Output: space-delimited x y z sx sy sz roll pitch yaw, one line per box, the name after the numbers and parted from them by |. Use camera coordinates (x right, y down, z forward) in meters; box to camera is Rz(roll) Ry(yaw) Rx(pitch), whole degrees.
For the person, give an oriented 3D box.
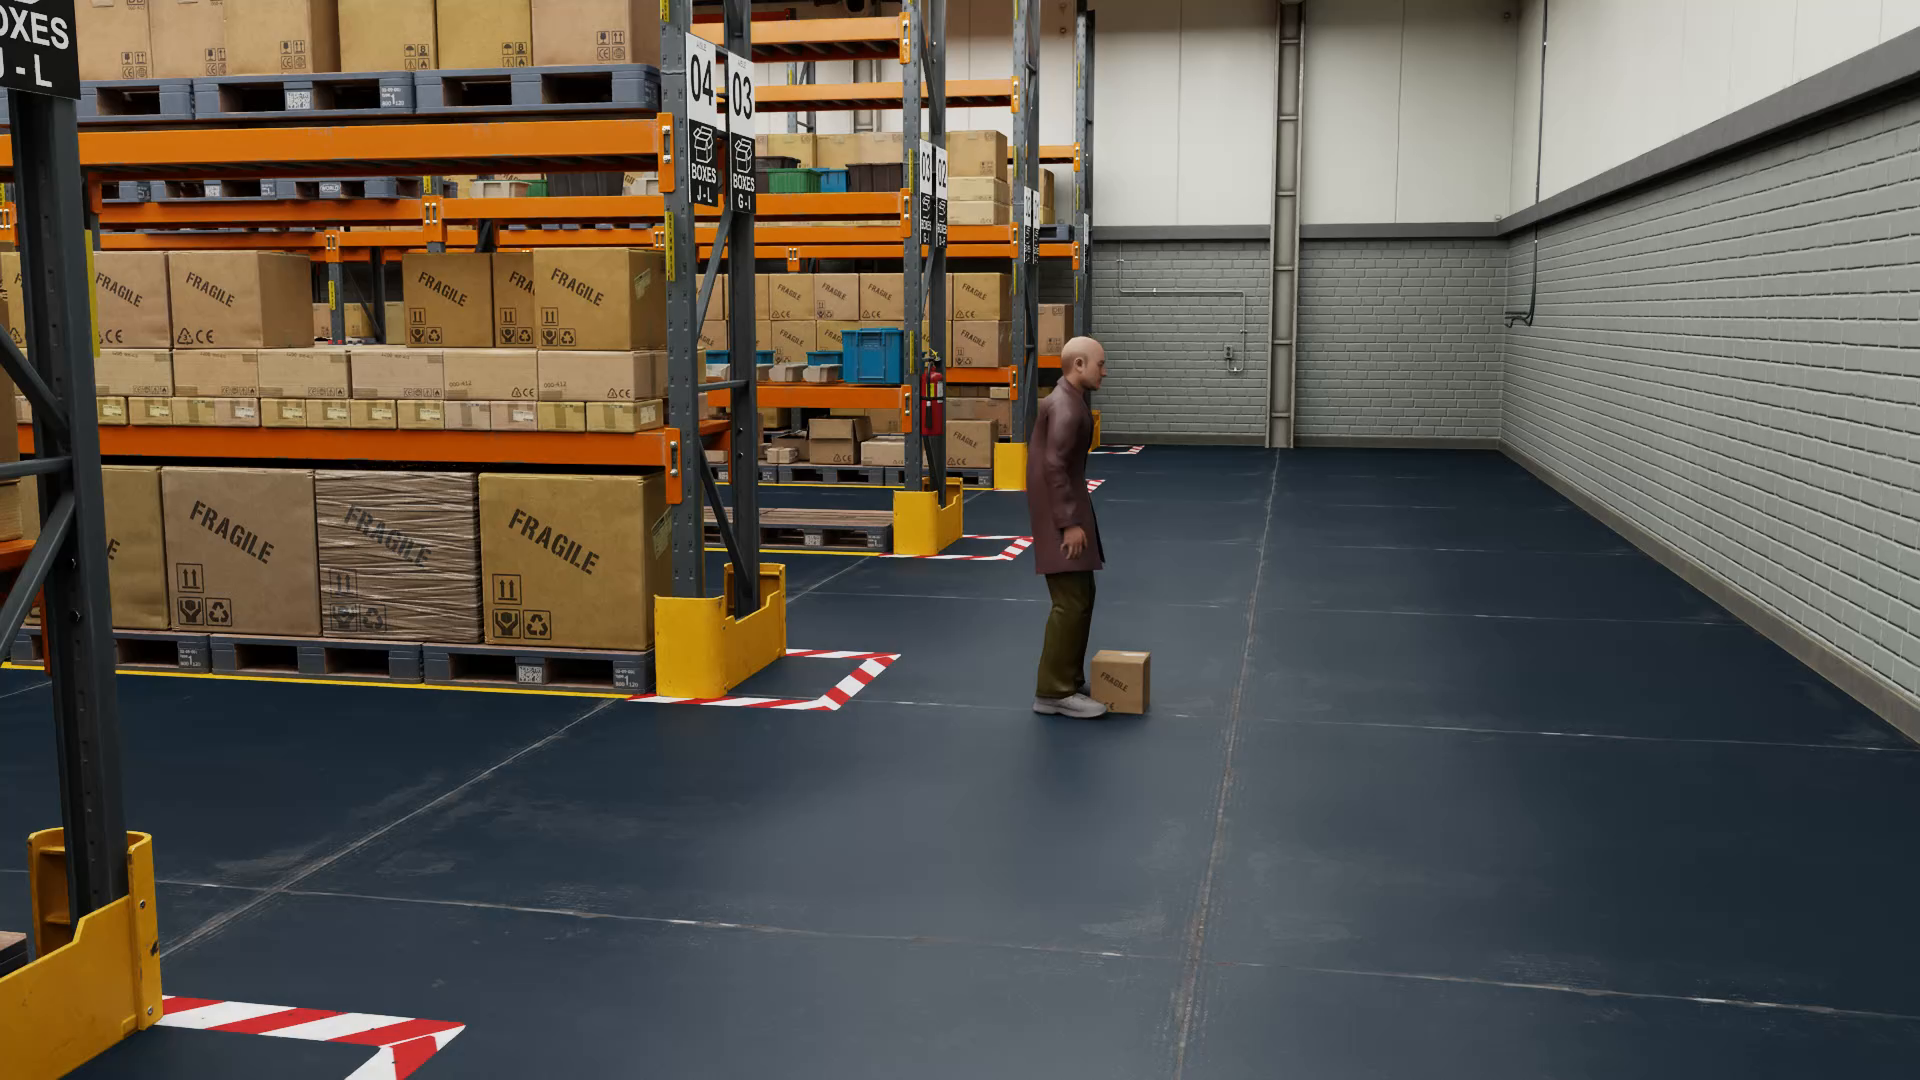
0.528 -0.079 7.948 0.429 1.772 0.646 1 8 8 | person
